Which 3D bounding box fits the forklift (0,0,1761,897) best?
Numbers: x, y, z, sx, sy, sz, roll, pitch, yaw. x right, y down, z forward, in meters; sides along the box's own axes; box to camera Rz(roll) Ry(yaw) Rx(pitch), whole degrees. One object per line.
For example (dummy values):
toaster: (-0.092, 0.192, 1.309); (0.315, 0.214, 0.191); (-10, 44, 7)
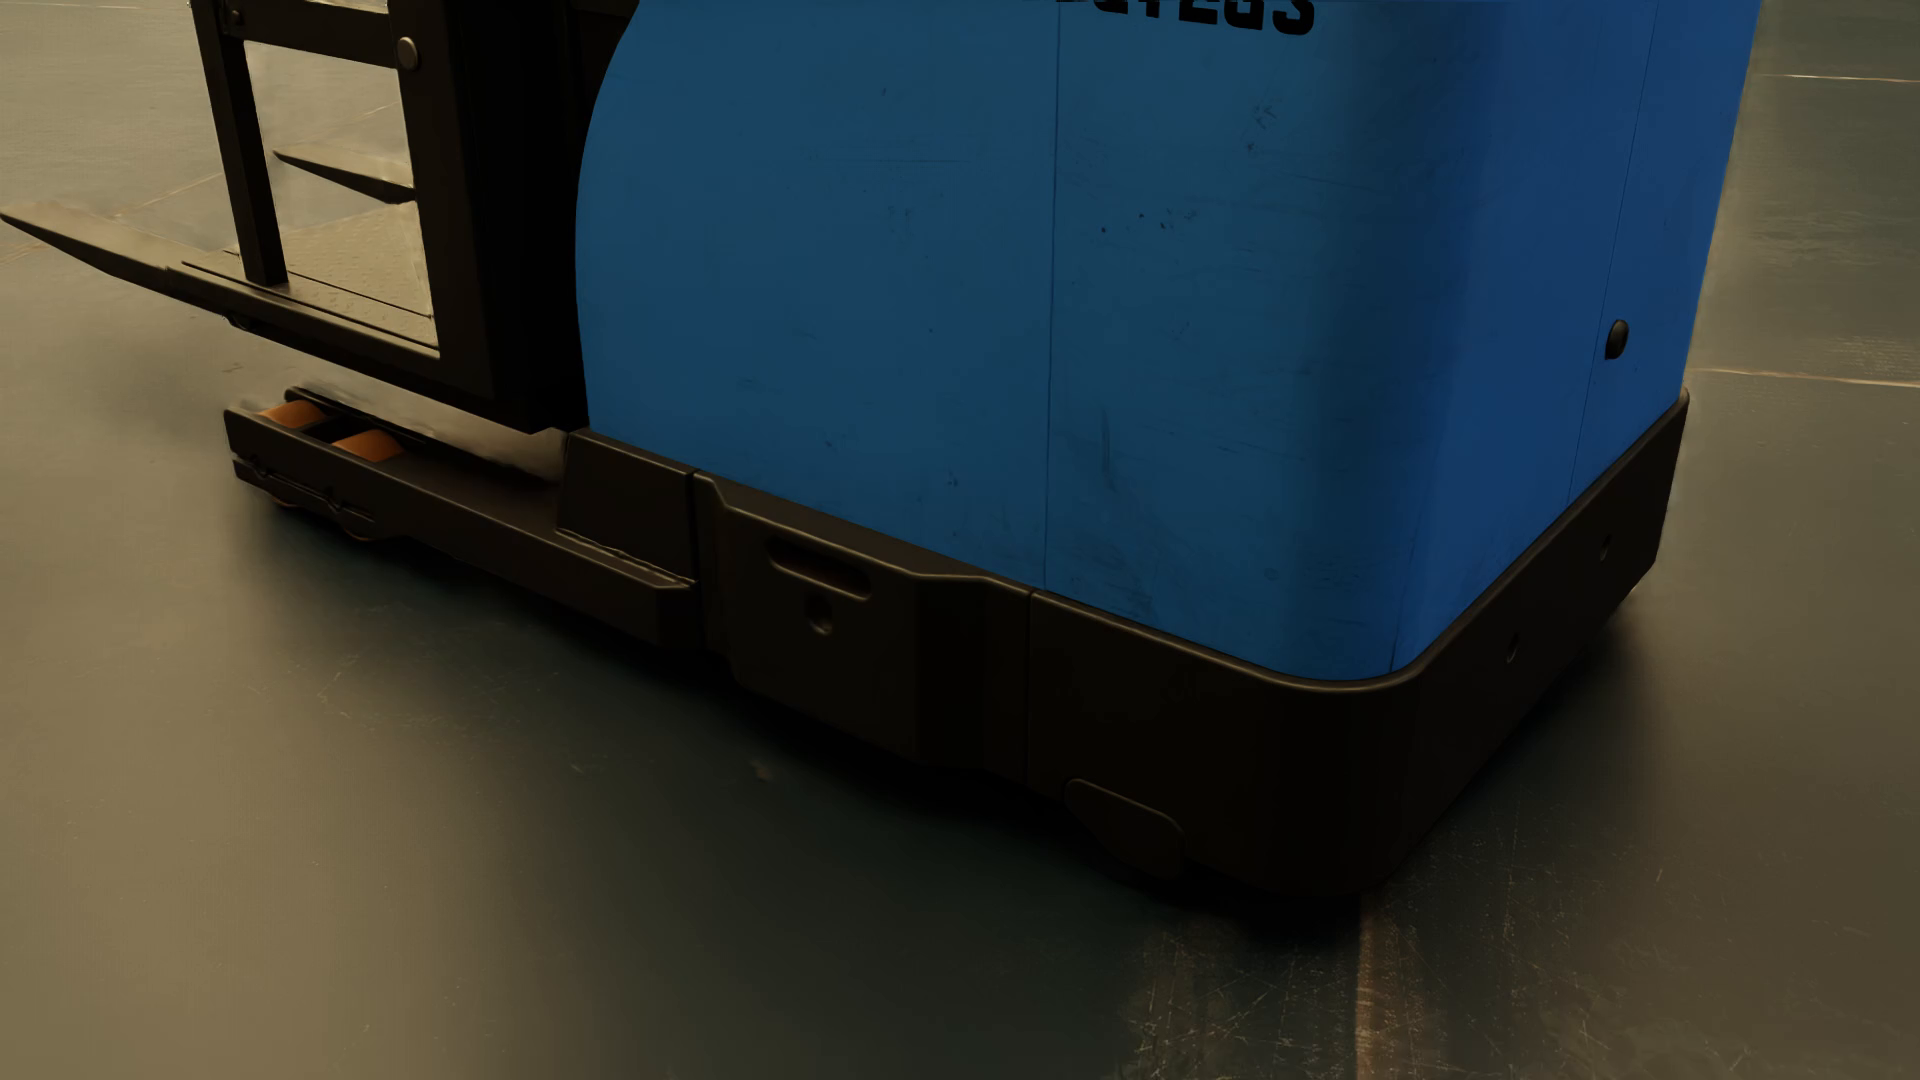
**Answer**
forklift: (-0.512, -1.474, 2.167); (3.031, 2.935, 1.130); (19, 32, 33)
